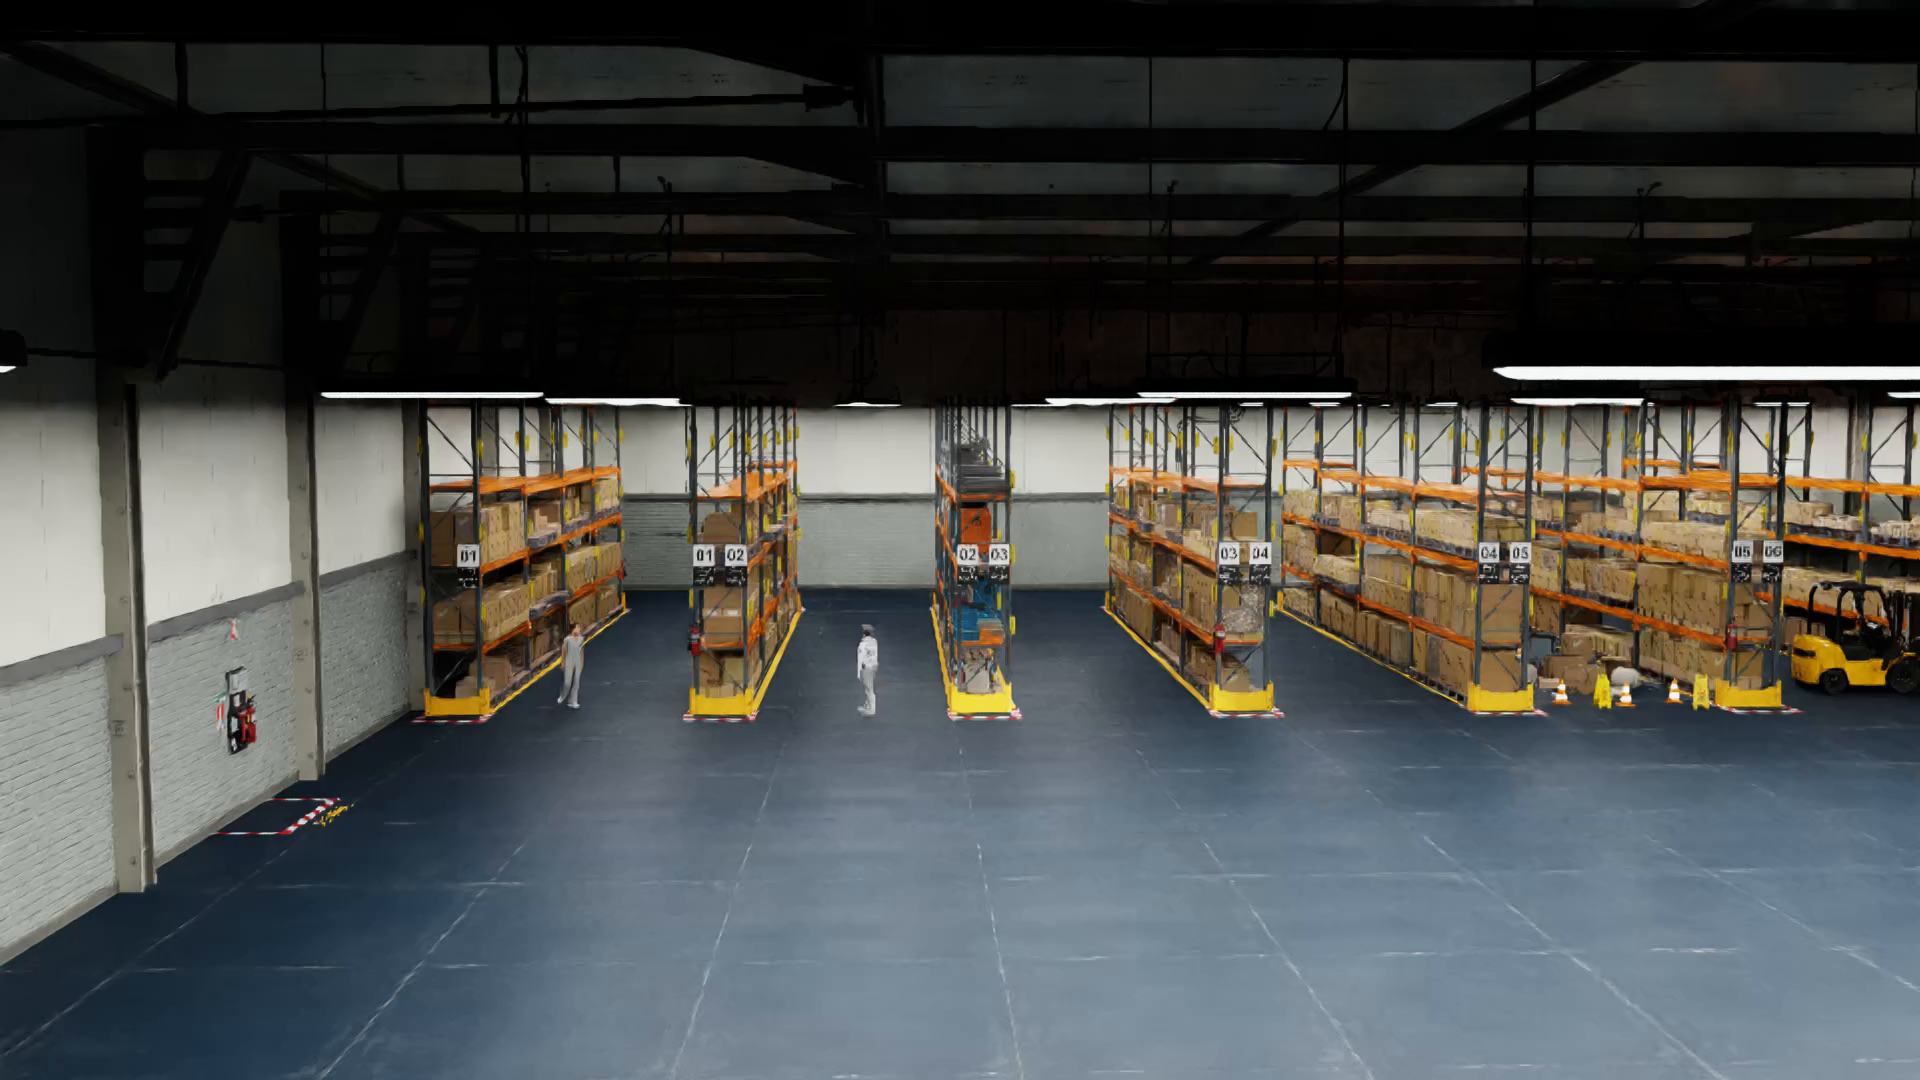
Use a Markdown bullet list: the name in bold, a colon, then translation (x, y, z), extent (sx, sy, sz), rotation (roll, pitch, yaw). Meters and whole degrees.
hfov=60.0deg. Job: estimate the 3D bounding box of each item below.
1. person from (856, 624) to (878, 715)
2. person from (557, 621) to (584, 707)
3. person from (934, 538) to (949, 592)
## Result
- **person**: translation (-1.750, 2.422, 31.256), extent (0.542, 1.656, 0.573), rotation (3, 5, 30)
- **person**: translation (-7.491, 2.380, 31.988), extent (0.509, 1.665, 0.518), rotation (-4, 6, -39)
- **person**: translation (-0.525, 0.787, 51.625), extent (0.531, 1.727, 1.037), rotation (1, 5, 7)
